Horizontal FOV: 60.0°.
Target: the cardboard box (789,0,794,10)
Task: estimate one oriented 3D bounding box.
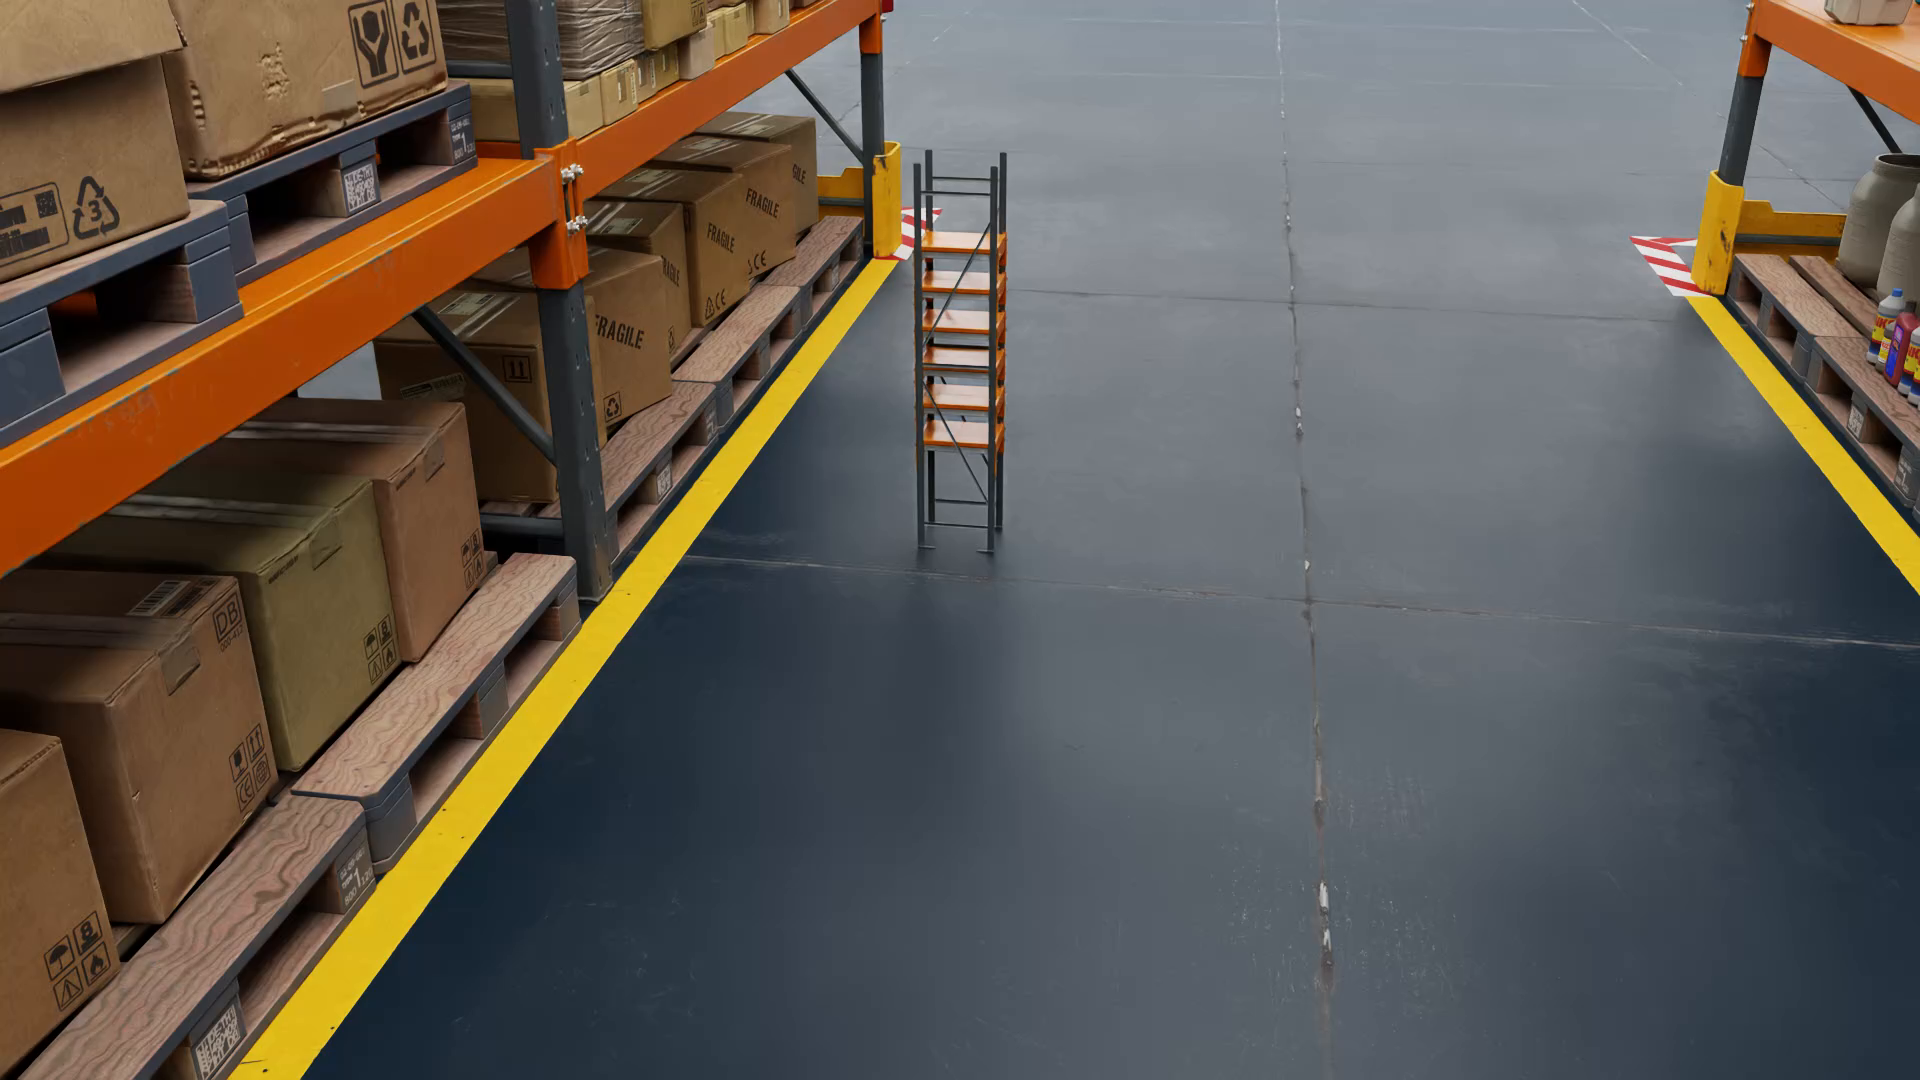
[{"bbox_3d":[-0.893,-2.236,6.785,0.380,0.149,0.250,4,25,9],"label":"cardboard box"}]

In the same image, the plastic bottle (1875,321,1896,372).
[{"bbox_3d":[3.385,-0.710,6.010,0.097,0.201,0.097,0,25,0],"label":"plastic bottle"}]

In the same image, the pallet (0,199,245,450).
[{"bbox_3d":[-1.905,-0.299,2.577,1.003,0.211,1.213,4,25,9],"label":"pallet"}]

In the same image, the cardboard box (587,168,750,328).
[{"bbox_3d":[-1.184,-1.186,6.700,0.500,0.500,0.500,6,26,13],"label":"cardboard box"}]

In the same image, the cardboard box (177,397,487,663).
[{"bbox_3d":[-1.656,-0.040,4.227,0.700,0.500,0.500,2,25,4],"label":"cardboard box"}]

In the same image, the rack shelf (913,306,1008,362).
[{"bbox_3d":[0.002,-0.618,4.977,0.258,0.103,0.180,4,25,9],"label":"rack shelf"}]

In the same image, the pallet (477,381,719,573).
[{"bbox_3d":[-1.459,-0.249,5.532,1.003,0.211,1.213,4,25,9],"label":"pallet"}]

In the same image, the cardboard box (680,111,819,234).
[{"bbox_3d":[-0.999,-1.699,7.795,0.500,0.500,0.500,9,27,18],"label":"cardboard box"}]

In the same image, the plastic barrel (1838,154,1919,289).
[{"bbox_3d":[3.974,-1.341,7.016,0.421,0.512,0.421,0,25,0],"label":"plastic barrel"}]

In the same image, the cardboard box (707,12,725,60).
[{"bbox_3d":[-1.022,-1.708,5.657,0.380,0.149,0.250,4,25,9],"label":"cardboard box"}]

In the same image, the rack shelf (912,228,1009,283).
[{"bbox_3d":[0.002,-0.835,4.875,0.258,0.103,0.180,4,25,9],"label":"rack shelf"}]

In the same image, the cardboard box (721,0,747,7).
[{"bbox_3d":[-1.178,-2.221,5.988,0.875,0.500,0.500,4,25,9],"label":"cardboard box"}]

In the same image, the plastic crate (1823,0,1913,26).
[{"bbox_3d":[3.542,-2.087,6.481,0.298,0.136,0.250,4,25,9],"label":"plastic crate"}]

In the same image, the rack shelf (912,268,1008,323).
[{"bbox_3d":[0.002,-0.727,4.926,0.258,0.103,0.180,4,25,9],"label":"rack shelf"}]

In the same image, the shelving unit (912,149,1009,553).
[{"bbox_3d":[0.002,-0.549,5.009,0.258,1.200,0.189,4,25,9],"label":"shelving unit"}]

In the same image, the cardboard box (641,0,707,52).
[{"bbox_3d":[-1.283,-1.799,5.086,0.875,0.500,0.500,4,25,9],"label":"cardboard box"}]

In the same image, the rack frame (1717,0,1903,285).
[{"bbox_3d":[4.006,-2.558,7.177,1.000,3.000,0.127,4,25,9],"label":"rack frame"}]

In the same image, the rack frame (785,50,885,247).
[{"bbox_3d":[-0.880,-2.901,7.910,1.000,3.000,0.127,4,25,9],"label":"rack frame"}]

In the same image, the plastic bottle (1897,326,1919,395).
[{"bbox_3d":[3.346,-0.642,5.782,0.097,0.271,0.097,0,25,0],"label":"plastic bottle"}]

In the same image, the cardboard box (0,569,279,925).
[{"bbox_3d":[-1.843,0.392,3.304,0.700,0.500,0.500,2,25,4],"label":"cardboard box"}]

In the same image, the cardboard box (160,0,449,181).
[{"bbox_3d":[-1.802,-1.368,3.431,1.000,1.000,1.000,4,25,9],"label":"cardboard box"}]

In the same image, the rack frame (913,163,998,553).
[{"bbox_3d":[-0.013,-0.511,4.927,0.240,1.200,0.006,4,25,9],"label":"rack frame"}]

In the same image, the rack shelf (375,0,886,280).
[{"bbox_3d":[-1.207,-1.739,6.275,1.077,0.370,4.000,4,25,9],"label":"rack shelf"}]

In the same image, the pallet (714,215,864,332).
[{"bbox_3d":[-1.060,-1.269,7.713,1.003,0.211,1.213,4,25,9],"label":"pallet"}]

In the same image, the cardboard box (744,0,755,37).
[{"bbox_3d":[-0.974,-1.920,6.109,0.380,0.149,0.250,4,25,9],"label":"cardboard box"}]

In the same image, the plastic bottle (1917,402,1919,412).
[{"bbox_3d":[3.314,-0.527,5.619,0.097,0.201,0.097,0,25,0],"label":"plastic bottle"}]

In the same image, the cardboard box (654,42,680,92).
[{"bbox_3d":[-1.103,-1.499,5.210,0.380,0.149,0.250,4,25,9],"label":"cardboard box"}]

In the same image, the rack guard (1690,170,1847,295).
[{"bbox_3d":[4.040,-1.391,7.632,1.175,0.500,0.348,4,25,9],"label":"rack guard"}]

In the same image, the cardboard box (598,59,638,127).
[{"bbox_3d":[-1.148,-1.287,4.758,0.380,0.149,0.250,4,25,9],"label":"cardboard box"}]

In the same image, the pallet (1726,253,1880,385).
[{"bbox_3d":[3.902,-0.921,6.968,1.003,0.211,1.213,4,25,9],"label":"pallet"}]

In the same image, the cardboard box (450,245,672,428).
[{"bbox_3d":[-1.343,-0.691,5.641,0.500,0.500,0.500,13,28,25],"label":"cardboard box"}]

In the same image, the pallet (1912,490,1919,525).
[{"bbox_3d":[3.503,0.100,4.788,1.003,0.211,1.213,4,25,9],"label":"pallet"}]
